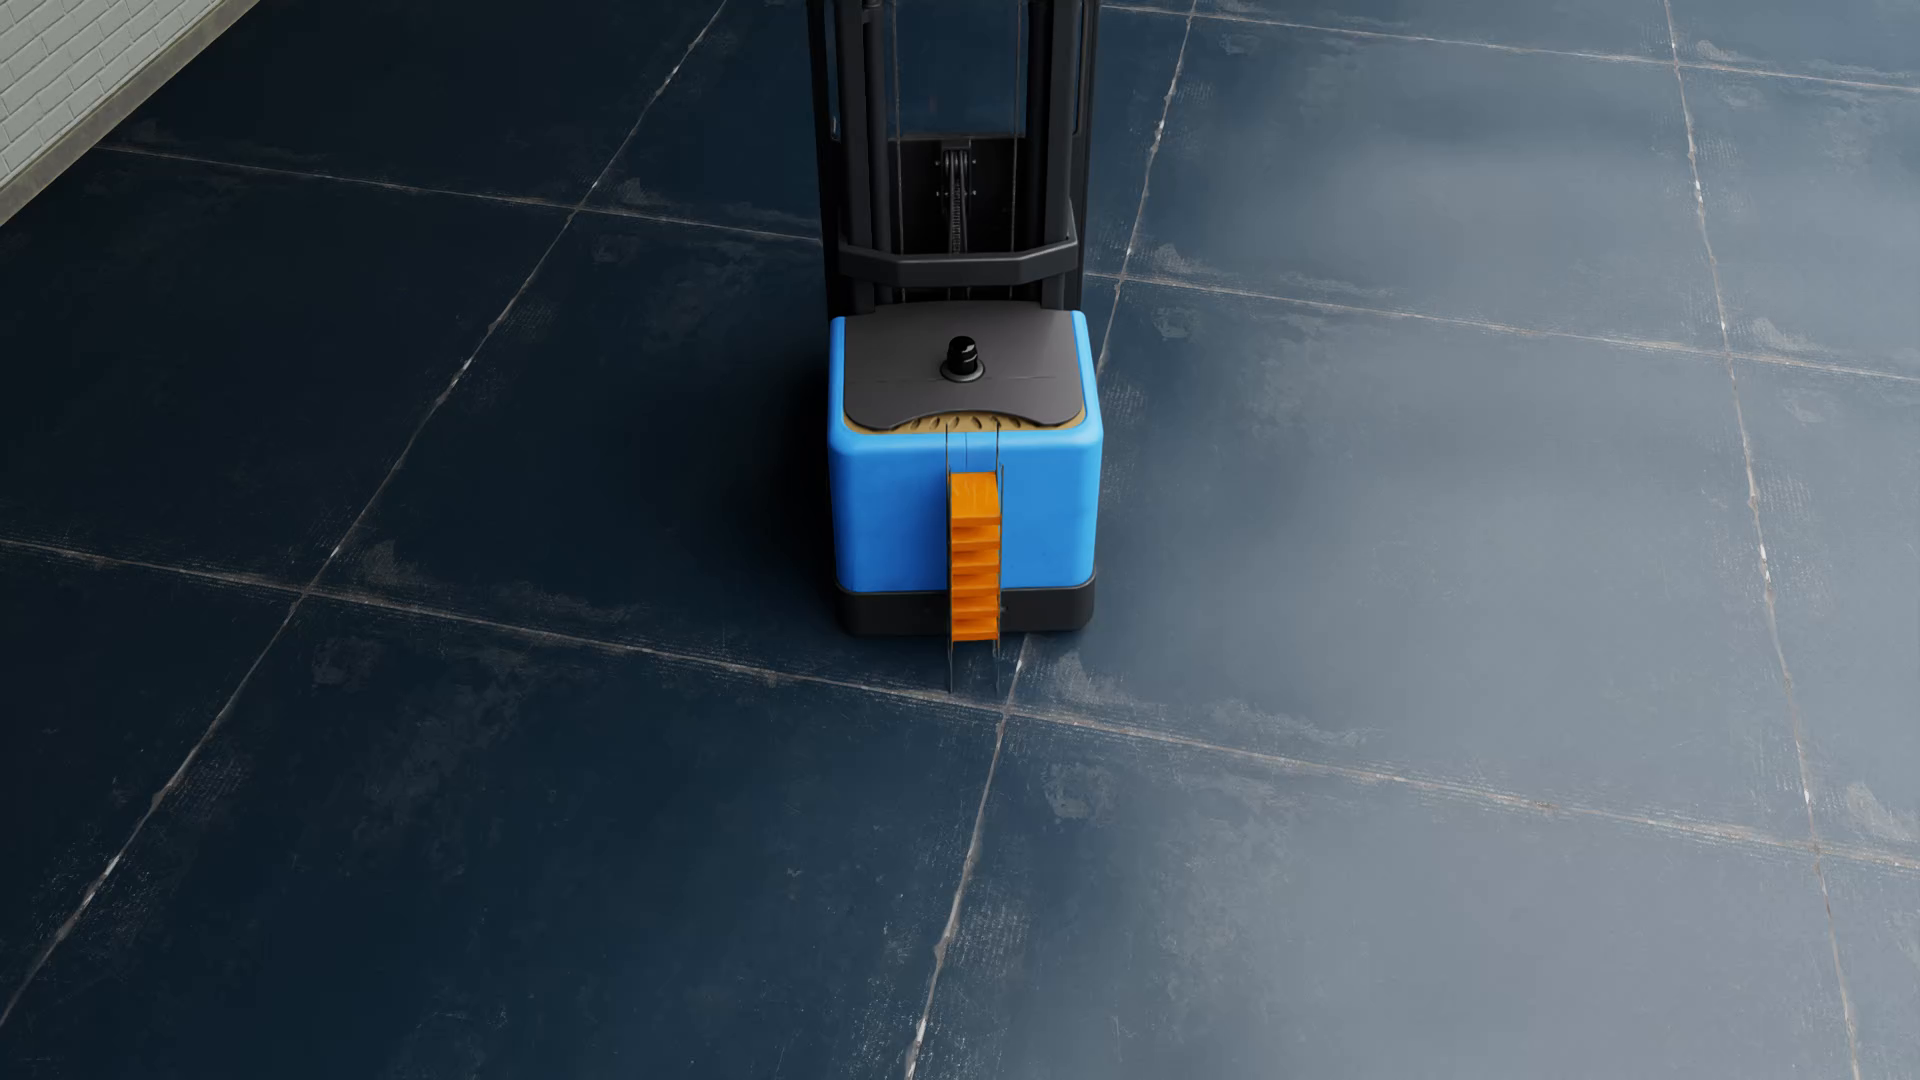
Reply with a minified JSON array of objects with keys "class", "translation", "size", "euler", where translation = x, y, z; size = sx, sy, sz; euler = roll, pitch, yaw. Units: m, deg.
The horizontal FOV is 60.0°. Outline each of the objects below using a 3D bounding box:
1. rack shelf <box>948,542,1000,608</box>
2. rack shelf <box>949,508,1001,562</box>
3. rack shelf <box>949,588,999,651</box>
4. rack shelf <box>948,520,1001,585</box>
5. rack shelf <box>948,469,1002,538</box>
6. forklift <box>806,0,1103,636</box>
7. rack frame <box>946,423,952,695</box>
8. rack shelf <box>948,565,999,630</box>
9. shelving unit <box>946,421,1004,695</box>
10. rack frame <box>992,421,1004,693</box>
[{"class":"rack shelf","translation":[0.051,0.127,6.277],"size":[0.180,0.103,0.258],"euler":[-3,44,-3]},{"class":"rack shelf","translation":[0.051,-0.046,6.111],"size":[0.180,0.103,0.258],"euler":[-3,44,-3]},{"class":"rack shelf","translation":[0.051,0.300,6.443],"size":[0.180,0.103,0.258],"euler":[-3,44,-3]},{"class":"rack shelf","translation":[0.051,0.040,6.194],"size":[0.180,0.103,0.258],"euler":[-3,44,-3]},{"class":"rack shelf","translation":[0.051,-0.132,6.027],"size":[0.180,0.103,0.258],"euler":[-3,44,-3]},{"class":"forklift","translation":[-0.036,-1.678,6.840],"size":[1.130,2.935,3.031],"euler":[-2,44,-2]},{"class":"rack frame","translation":[-0.041,0.099,6.242],"size":[0.006,1.200,0.240],"euler":[-3,44,-3]},{"class":"rack shelf","translation":[0.051,0.213,6.360],"size":[0.180,0.103,0.258],"euler":[-3,44,-3]},{"class":"shelving unit","translation":[0.051,0.095,6.246],"size":[0.189,1.200,0.258],"euler":[-3,44,-3]},{"class":"rack frame","translation":[0.142,0.091,6.250],"size":[0.006,1.200,0.240],"euler":[-3,44,-3]}]
